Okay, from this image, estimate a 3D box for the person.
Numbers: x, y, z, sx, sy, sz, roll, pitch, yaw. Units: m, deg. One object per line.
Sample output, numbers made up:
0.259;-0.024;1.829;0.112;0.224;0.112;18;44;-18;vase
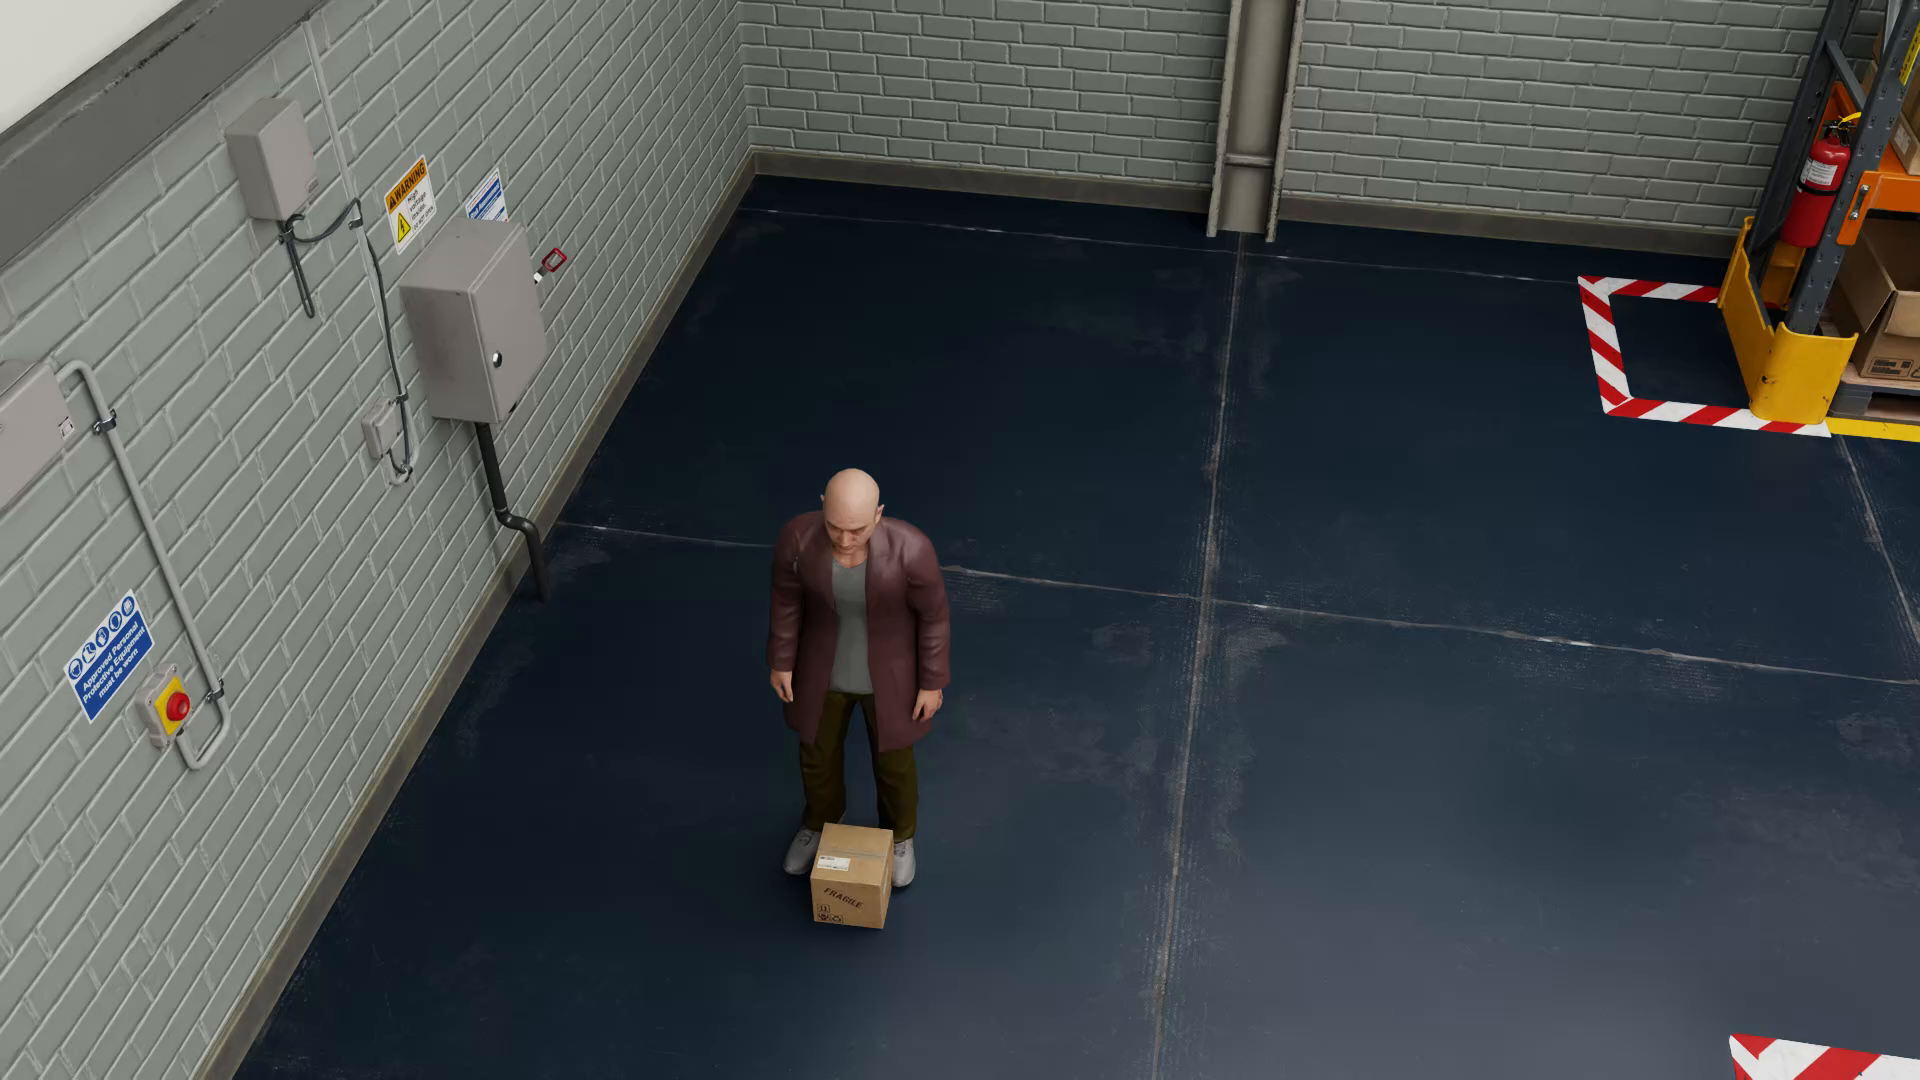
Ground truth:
-0.347;0.453;5.629;0.641;1.773;0.428;6;40;8;person
